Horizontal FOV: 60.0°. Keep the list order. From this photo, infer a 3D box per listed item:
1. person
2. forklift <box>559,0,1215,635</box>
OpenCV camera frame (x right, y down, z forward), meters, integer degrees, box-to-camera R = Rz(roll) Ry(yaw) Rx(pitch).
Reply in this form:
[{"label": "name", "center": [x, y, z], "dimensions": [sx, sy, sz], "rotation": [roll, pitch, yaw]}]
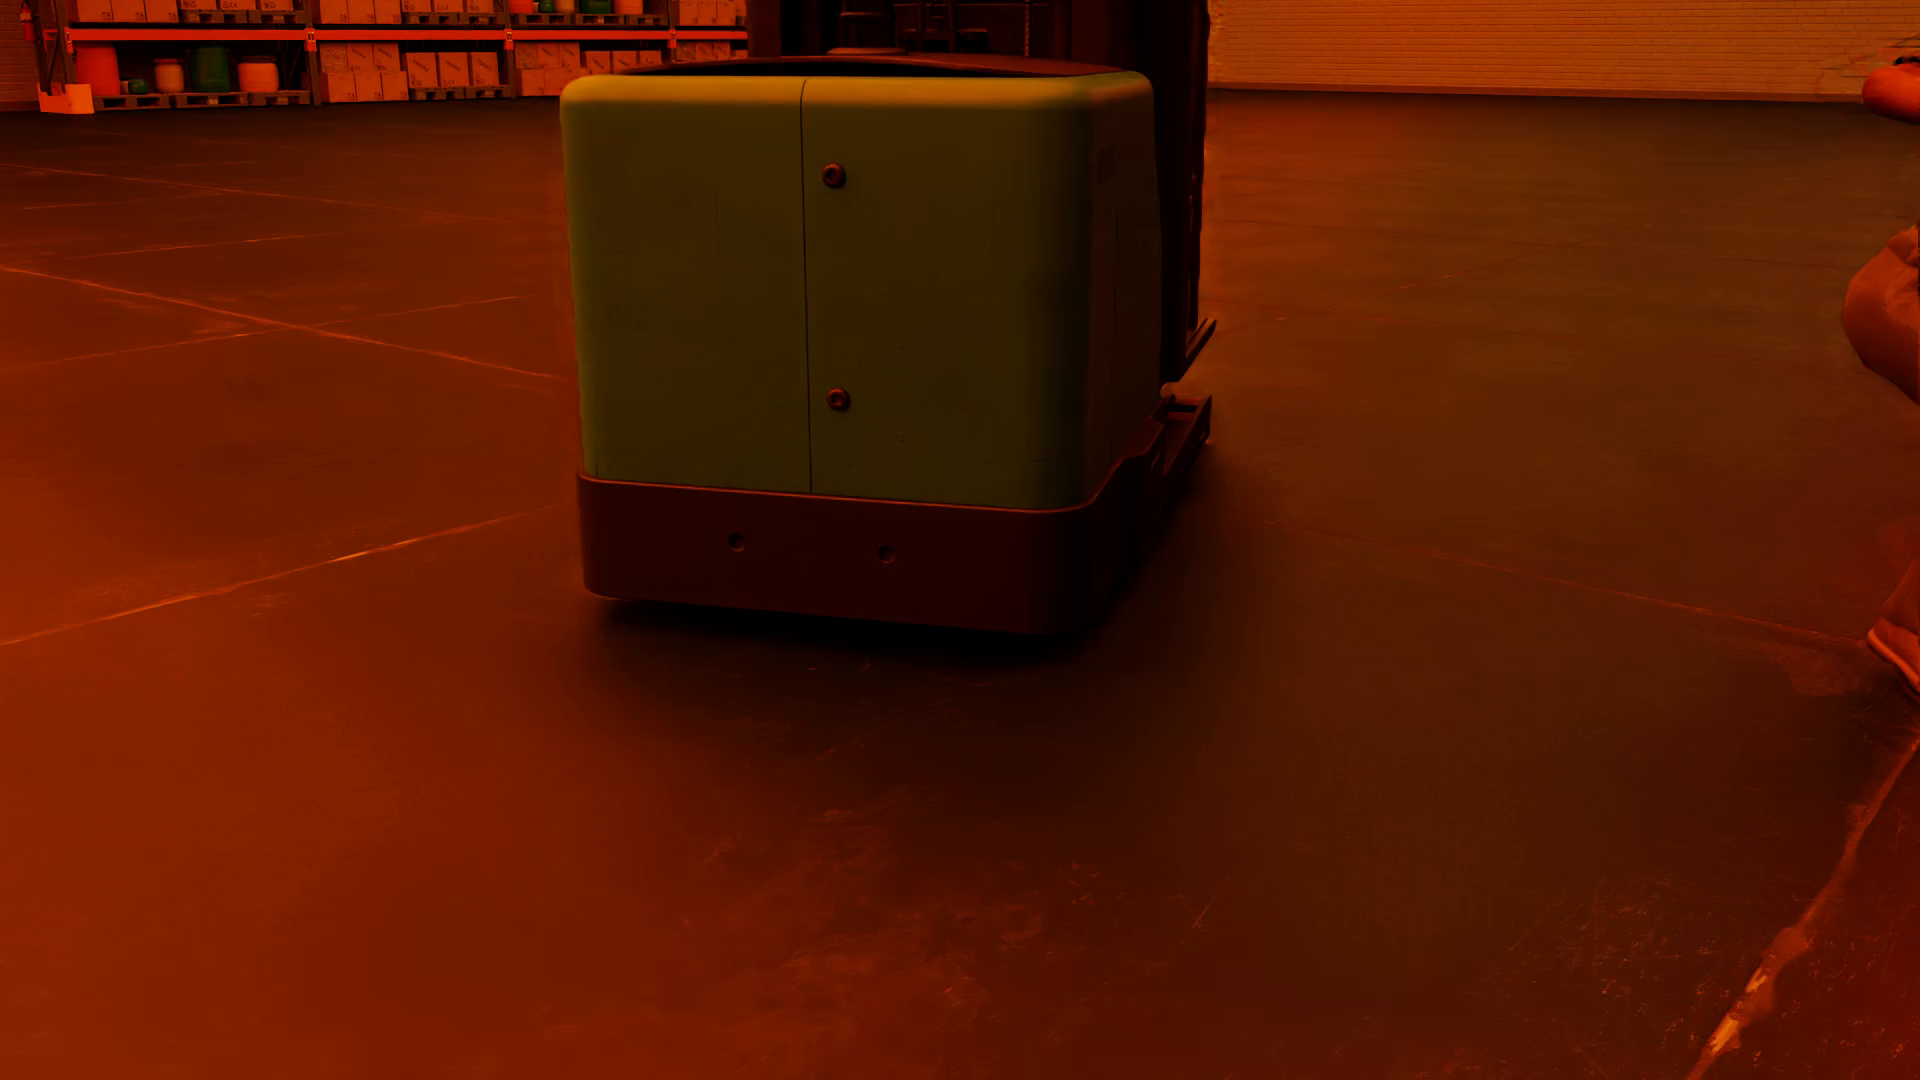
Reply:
[{"label": "person", "center": [1.928, -0.368, 2.820], "dimensions": [0.716, 1.396, 0.870], "rotation": [-5, 18, -16]}, {"label": "forklift", "center": [0.098, -1.613, 4.209], "dimensions": [1.130, 2.935, 3.031], "rotation": [4, 17, 14]}]
